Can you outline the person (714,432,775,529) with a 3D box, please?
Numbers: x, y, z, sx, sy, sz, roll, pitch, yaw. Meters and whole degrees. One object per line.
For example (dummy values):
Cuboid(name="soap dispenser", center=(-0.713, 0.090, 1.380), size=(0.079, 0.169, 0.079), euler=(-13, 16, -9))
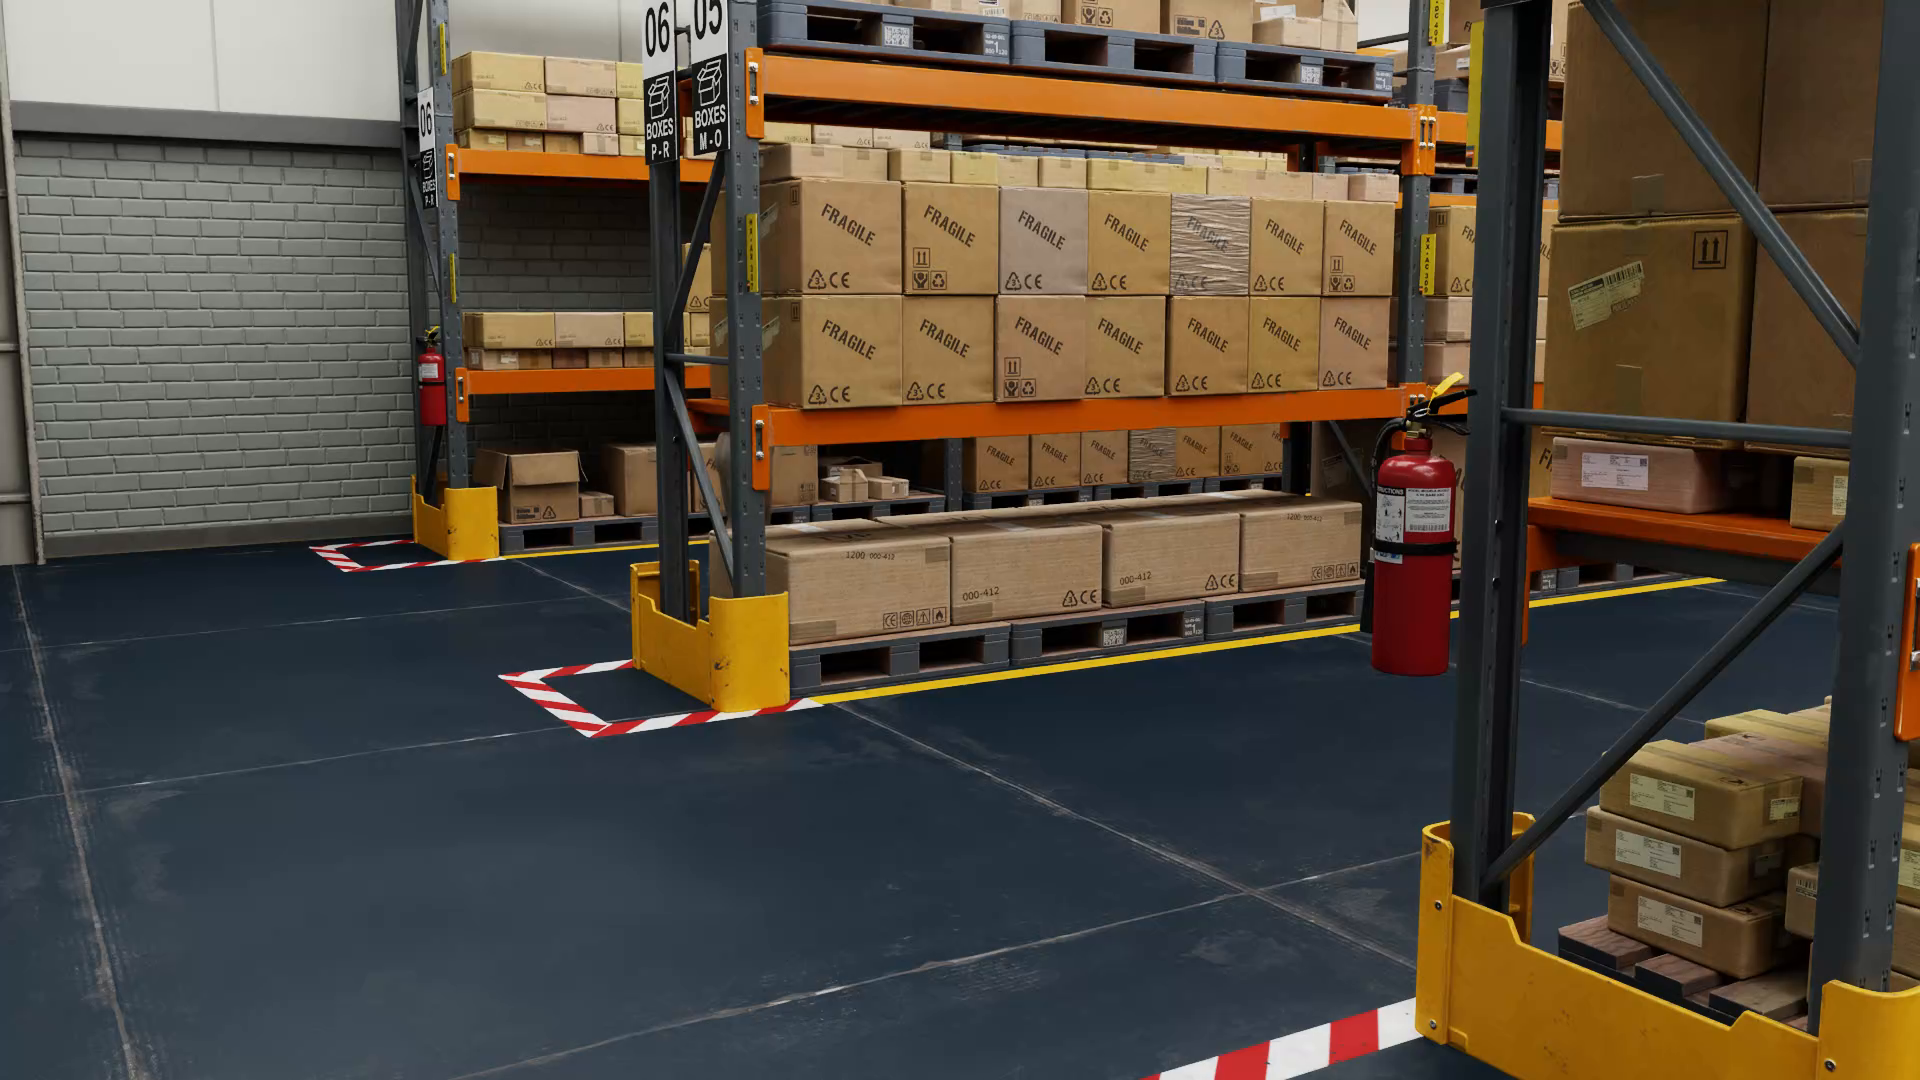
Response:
Cuboid(name="person", center=(-1.190, -0.462, 9.488), size=(0.403, 1.729, 0.551), euler=(-3, 9, -20))
